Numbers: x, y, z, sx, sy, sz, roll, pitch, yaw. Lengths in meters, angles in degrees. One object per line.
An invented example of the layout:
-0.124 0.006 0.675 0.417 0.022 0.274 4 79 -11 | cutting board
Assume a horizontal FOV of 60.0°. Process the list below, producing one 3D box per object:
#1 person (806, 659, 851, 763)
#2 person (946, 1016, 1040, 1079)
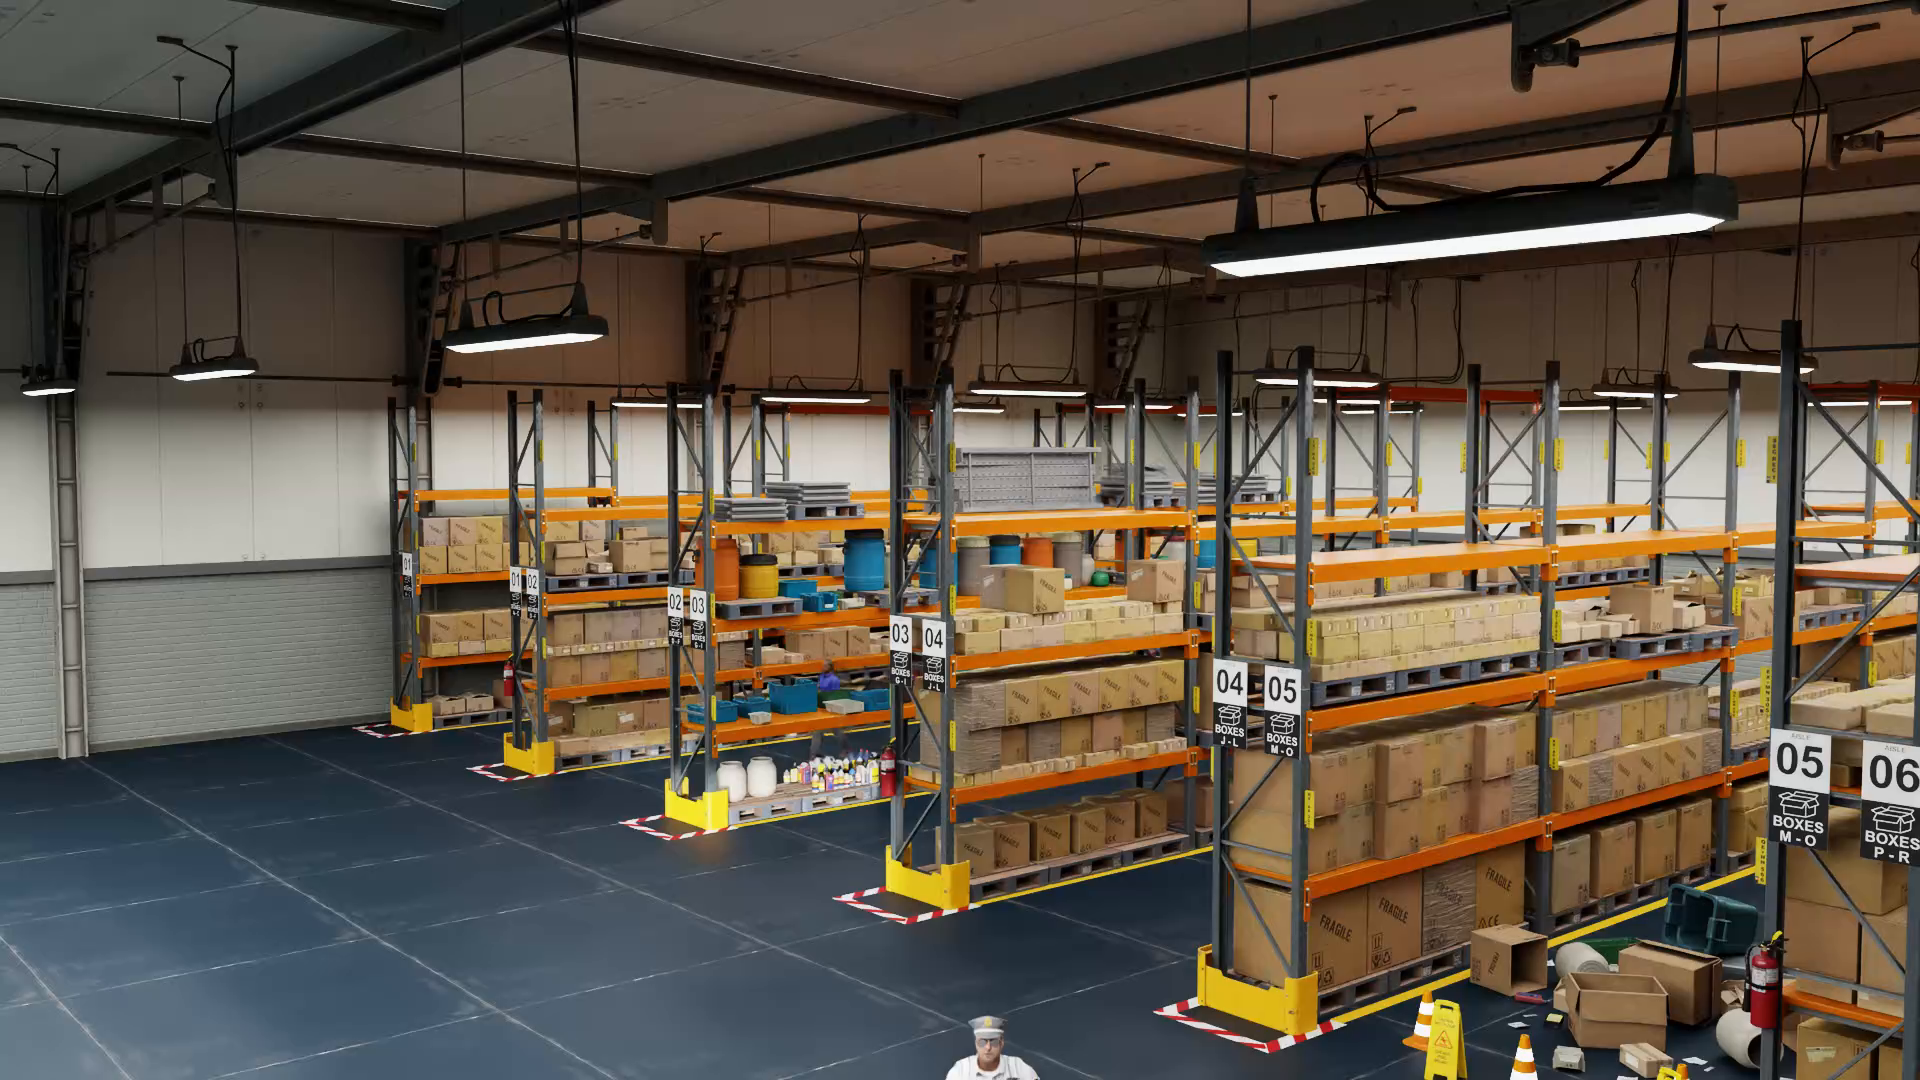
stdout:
-2.138 2.760 26.841 0.565 1.666 0.875 3 4 39 | person
0.183 3.710 9.881 0.648 1.764 0.621 0 3 5 | person
